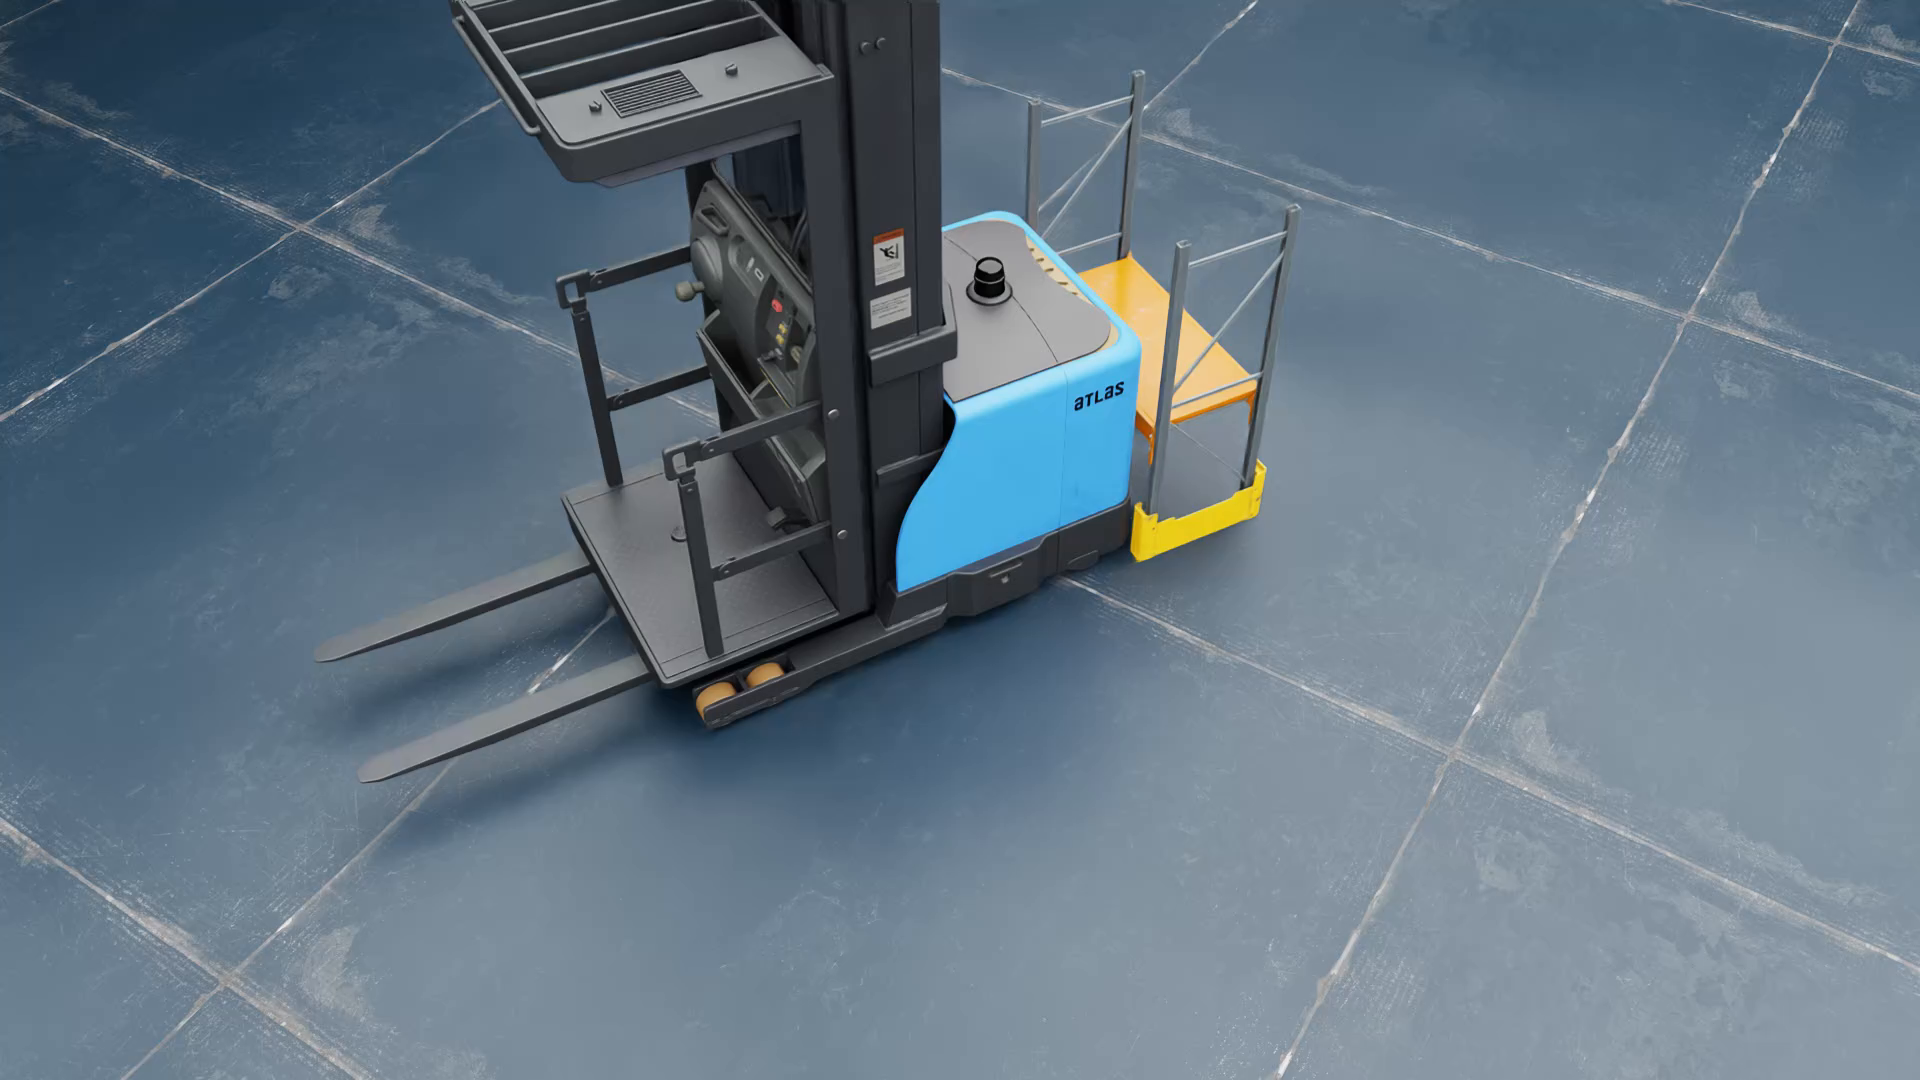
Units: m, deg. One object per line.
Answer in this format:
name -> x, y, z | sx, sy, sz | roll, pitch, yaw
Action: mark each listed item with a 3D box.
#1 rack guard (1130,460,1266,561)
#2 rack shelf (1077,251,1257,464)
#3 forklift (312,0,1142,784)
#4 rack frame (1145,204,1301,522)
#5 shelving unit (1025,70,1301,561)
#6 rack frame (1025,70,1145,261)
rack guard -> 0.958, -0.122, 6.694 | 0.587, 0.250, 0.087 | -21, 49, -19
rack shelf -> 0.722, -0.754, 6.687 | 0.538, 0.185, 1.000 | -21, 49, -19
forklift -> -0.870, -0.775, 5.459 | 3.031, 2.935, 1.130 | -22, 50, -20
rack frame -> 0.959, -0.556, 6.245 | 0.500, 1.500, 0.032 | -21, 49, -19
shelving unit -> 0.727, -0.873, 6.553 | 0.587, 1.500, 1.083 | -21, 49, -19
rack frame -> 0.486, -1.202, 6.872 | 0.500, 1.500, 0.032 | -21, 49, -19
